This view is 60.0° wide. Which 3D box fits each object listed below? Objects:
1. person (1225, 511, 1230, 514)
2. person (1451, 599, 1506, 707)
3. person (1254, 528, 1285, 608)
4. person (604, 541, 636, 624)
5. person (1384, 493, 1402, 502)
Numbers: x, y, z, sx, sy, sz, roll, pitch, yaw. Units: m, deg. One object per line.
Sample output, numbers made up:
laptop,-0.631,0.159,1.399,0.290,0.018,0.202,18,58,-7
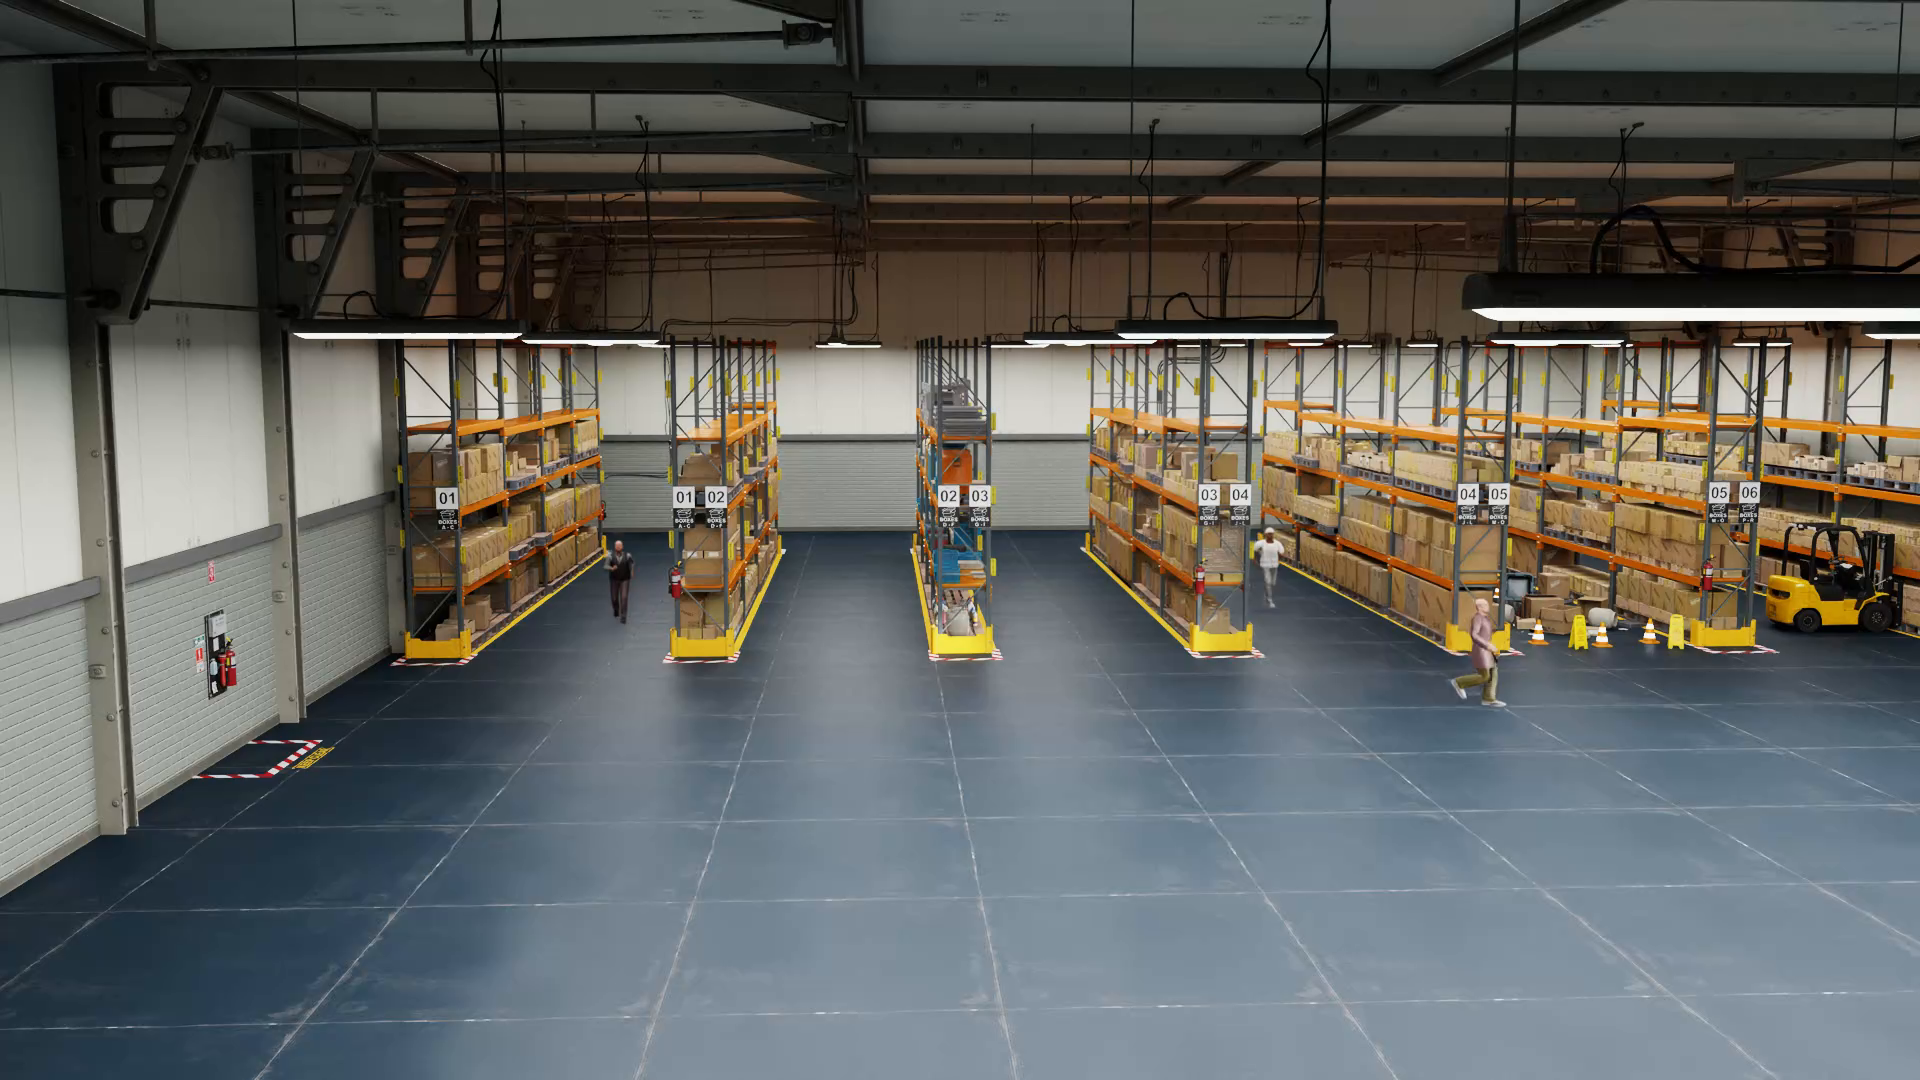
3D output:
person,7.459,-0.440,46.741,0.708,1.792,0.850,1,7,11
person,8.383,1.809,26.815,0.865,1.745,0.726,3,7,24
person,6.922,0.594,37.222,0.702,1.752,0.990,-1,7,-11
person,-7.187,0.871,35.130,0.661,1.689,0.963,-1,7,-10
person,12.781,-0.763,49.374,1.032,1.795,0.716,-1,7,-8
